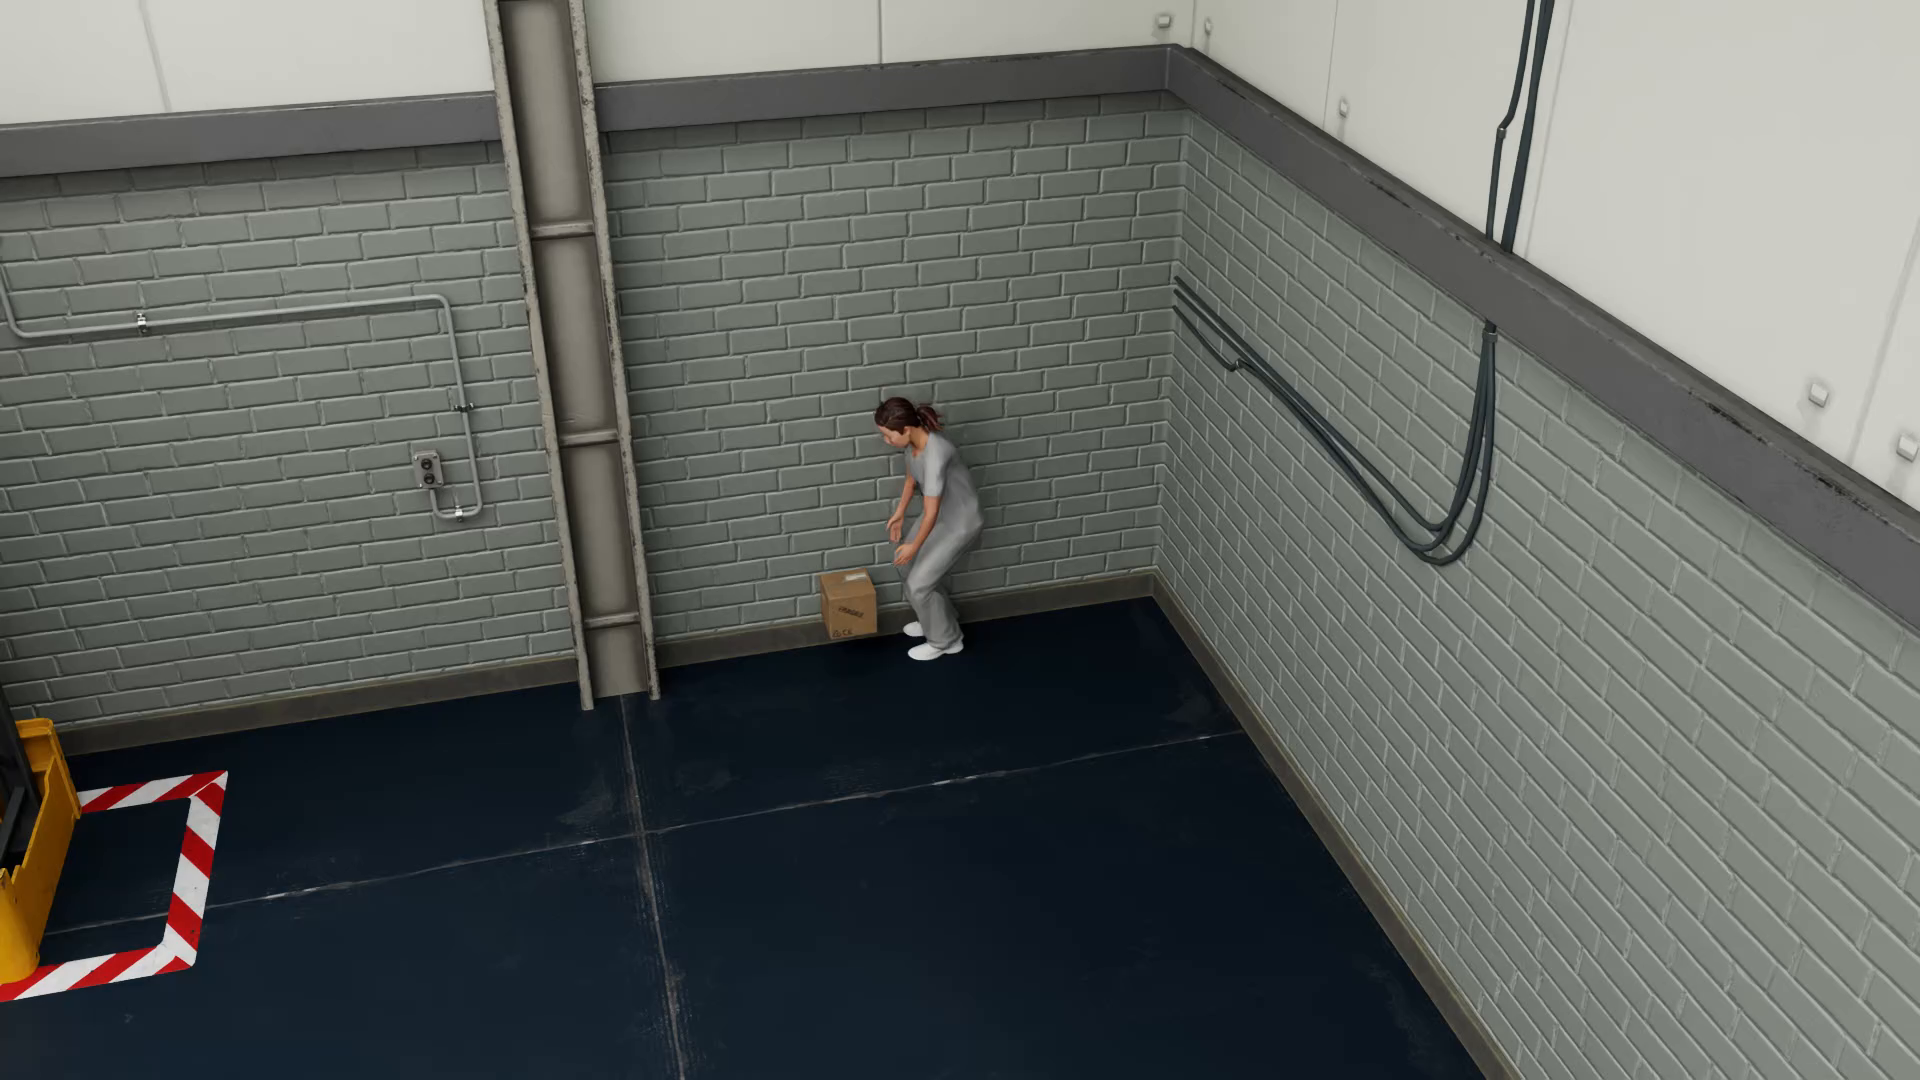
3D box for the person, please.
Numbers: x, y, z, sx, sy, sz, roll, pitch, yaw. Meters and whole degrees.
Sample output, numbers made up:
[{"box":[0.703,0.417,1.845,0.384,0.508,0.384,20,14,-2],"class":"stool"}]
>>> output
[{"box":[-0.151,-0.074,8.550,0.554,1.493,0.486,-8,31,-13],"class":"person"}]
